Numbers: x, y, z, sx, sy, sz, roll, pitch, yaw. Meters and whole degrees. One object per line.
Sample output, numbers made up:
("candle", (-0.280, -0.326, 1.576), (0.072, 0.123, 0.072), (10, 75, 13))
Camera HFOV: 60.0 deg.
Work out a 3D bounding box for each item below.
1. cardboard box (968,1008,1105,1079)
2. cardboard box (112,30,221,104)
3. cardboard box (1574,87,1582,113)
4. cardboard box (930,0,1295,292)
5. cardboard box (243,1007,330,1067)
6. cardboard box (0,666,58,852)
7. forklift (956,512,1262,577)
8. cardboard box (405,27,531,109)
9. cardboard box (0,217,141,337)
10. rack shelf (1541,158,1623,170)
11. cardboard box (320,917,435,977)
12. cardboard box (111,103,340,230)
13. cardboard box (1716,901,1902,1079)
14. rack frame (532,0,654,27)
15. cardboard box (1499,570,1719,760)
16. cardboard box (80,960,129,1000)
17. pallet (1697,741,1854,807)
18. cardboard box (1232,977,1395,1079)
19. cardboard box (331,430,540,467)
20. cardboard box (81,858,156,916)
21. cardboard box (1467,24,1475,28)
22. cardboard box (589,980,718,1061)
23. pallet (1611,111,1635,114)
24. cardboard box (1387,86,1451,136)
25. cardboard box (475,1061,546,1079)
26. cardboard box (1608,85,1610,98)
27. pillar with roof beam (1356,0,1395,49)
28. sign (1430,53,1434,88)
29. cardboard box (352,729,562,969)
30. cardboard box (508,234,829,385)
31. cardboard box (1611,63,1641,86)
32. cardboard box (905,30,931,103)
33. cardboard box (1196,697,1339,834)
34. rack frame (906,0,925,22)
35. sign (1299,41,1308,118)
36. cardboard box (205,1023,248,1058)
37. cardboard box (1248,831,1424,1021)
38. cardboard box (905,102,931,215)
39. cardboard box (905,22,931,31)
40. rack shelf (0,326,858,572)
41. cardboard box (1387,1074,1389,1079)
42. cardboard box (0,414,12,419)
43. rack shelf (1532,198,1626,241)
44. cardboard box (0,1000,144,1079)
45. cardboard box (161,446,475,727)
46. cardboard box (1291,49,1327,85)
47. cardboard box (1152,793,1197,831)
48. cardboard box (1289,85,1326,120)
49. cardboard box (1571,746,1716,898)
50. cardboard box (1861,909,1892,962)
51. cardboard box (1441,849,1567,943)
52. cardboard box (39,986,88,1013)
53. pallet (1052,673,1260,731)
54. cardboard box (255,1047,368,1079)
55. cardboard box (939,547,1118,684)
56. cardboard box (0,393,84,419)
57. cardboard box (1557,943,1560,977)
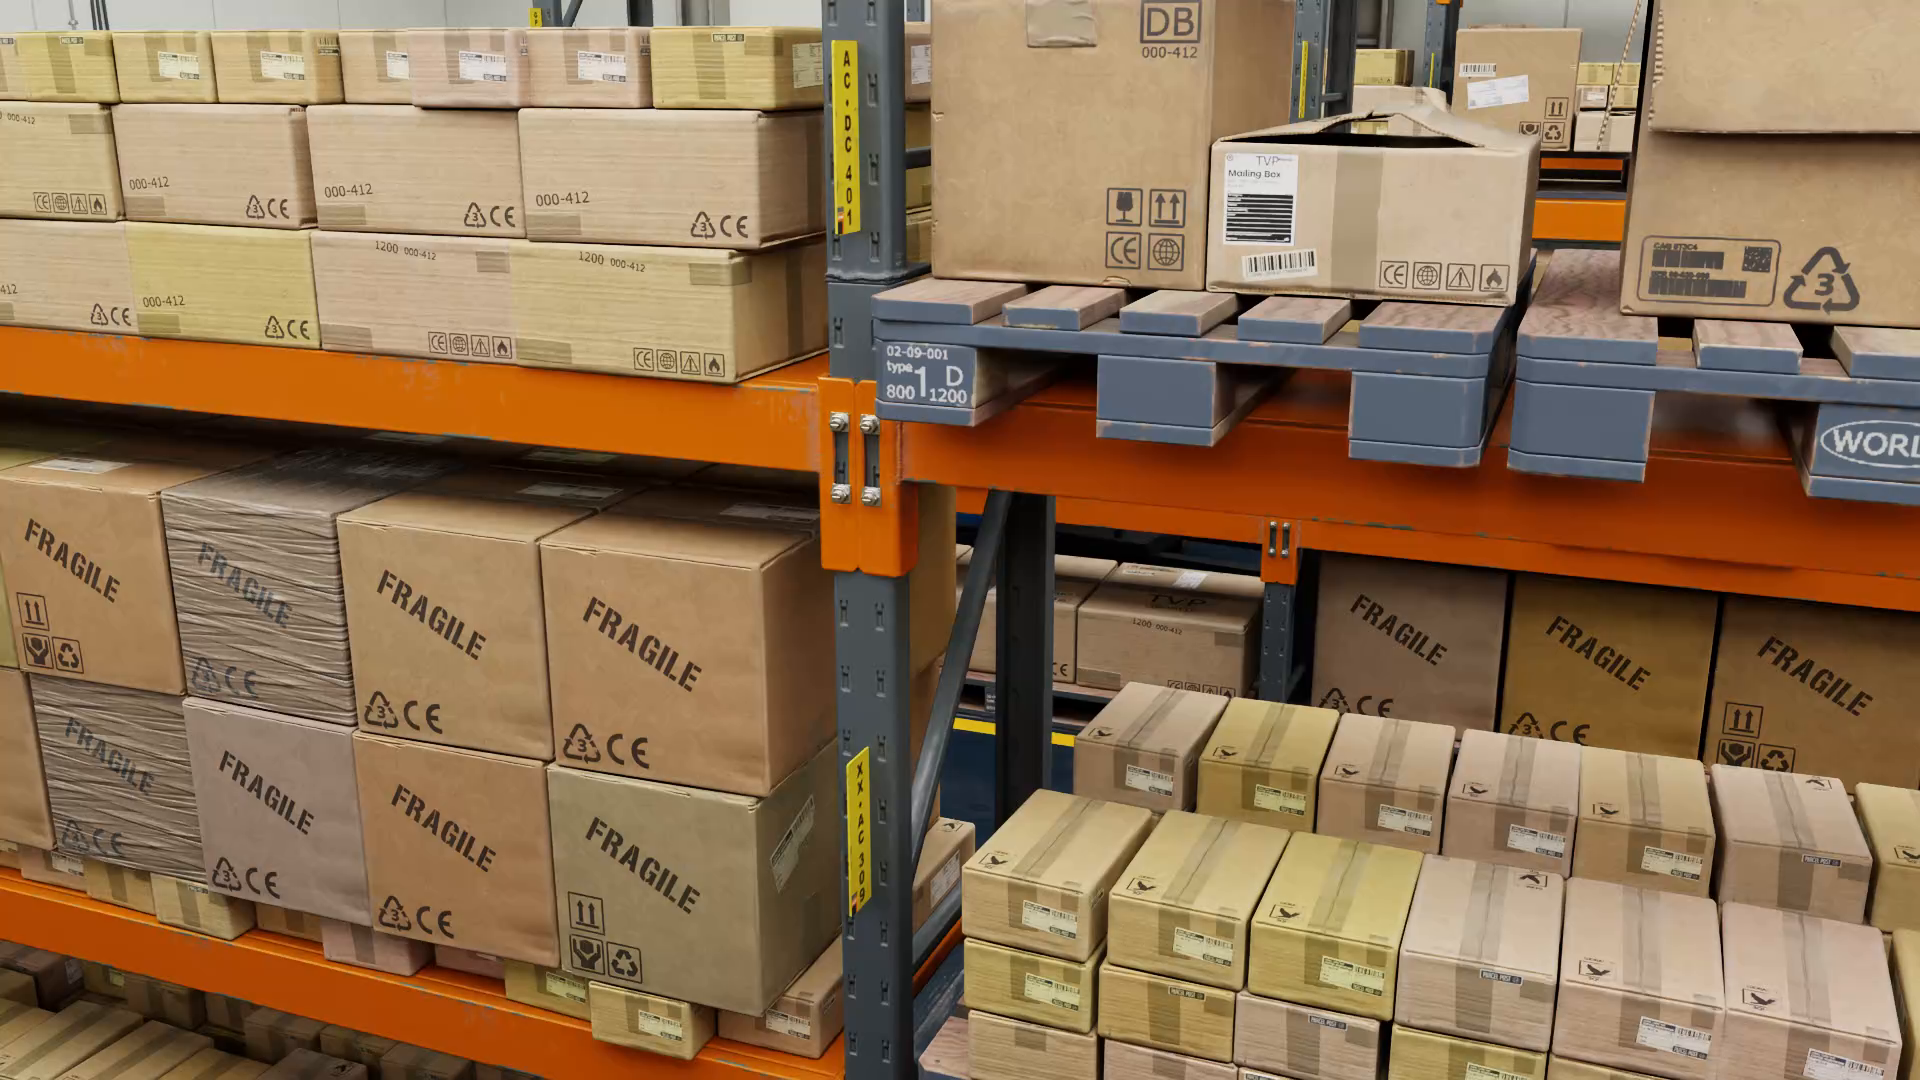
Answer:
("cardboard box", (0.193, 0.926, 3.302), (0.250, 0.149, 0.380), (5, 17, 18))
("cardboard box", (-1.608, -1.040, 3.651), (0.250, 0.149, 0.380), (6, 17, 20))
("cardboard box", (2.615, -2.011, 7.746), (0.500, 0.311, 0.500), (6, 17, 21))
("cardboard box", (0.308, -0.776, 3.153), (0.500, 0.500, 0.700), (6, 17, 21))
("cardboard box", (-1.947, 1.454, 5.078), (0.250, 0.149, 0.380), (6, 17, 19))
("cardboard box", (-2.451, 0.466, 4.474), (0.500, 0.500, 0.500), (7, 17, 21))
("forklift", (1.045, -1.233, 11.164), (3.031, 2.935, 1.130), (9, 18, 27))
("cardboard box", (-0.888, -0.952, 3.351), (0.250, 0.149, 0.380), (6, 17, 21))
("cardboard box", (-1.953, -0.658, 3.950), (0.500, 0.250, 0.500), (6, 17, 20))
("rack shelf", (5.396, -2.625, 11.746), (4.000, 0.370, 1.077), (6, 17, 21))
("cardboard box", (-1.357, 0.906, 4.124), (0.250, 0.149, 0.380), (5, 17, 18))
("cardboard box", (-1.494, -0.851, 3.717), (0.500, 0.250, 0.500), (7, 18, 23))
("cardboard box", (1.396, 0.772, 2.764), (0.250, 0.149, 0.380), (7, 18, 23))
("rack frame", (-2.003, -3.737, 8.906), (0.127, 3.000, 1.000), (6, 17, 21))
("cardboard box", (3.167, 0.505, 8.112), (0.875, 0.875, 0.875), (7, 18, 22))
("cardboard box", (-2.640, 1.342, 5.463), (0.250, 0.149, 0.380), (6, 17, 19))
("pallet", (3.602, 1.076, 8.089), (1.213, 0.211, 1.003), (6, 17, 21))
("cardboard box", (0.675, 0.835, 3.080), (0.250, 0.149, 0.380), (7, 17, 22))
("cardboard box", (-1.280, -0.042, 4.431), (0.500, 0.500, 0.500), (7, 17, 22))
("cardboard box", (-2.075, 0.823, 4.408), (0.250, 0.149, 0.380), (7, 18, 23))
("cardboard box", (3.845, -3.633, 12.167), (0.258, 0.266, 0.396), (6, 17, 20))
("cardboard box", (-0.636, 1.001, 3.795), (0.250, 0.149, 0.380), (6, 17, 19))
("pallet", (5.082, -2.895, 11.721), (1.003, 0.211, 1.213), (6, 17, 21))
("cardboard box", (2.055, -1.883, 7.386), (0.258, 0.266, 0.396), (6, 17, 20))
("cardboard box", (-1.195, 1.515, 4.867), (0.250, 0.149, 0.380), (7, 17, 22))
("cardboard box", (4.599, -3.236, 12.079), (0.250, 0.149, 0.380), (6, 17, 19))
("pillar with roof beam", (1.639, -3.804, 9.137), (0.400, 9.000, 9.100), (6, 17, 21))
("sign", (3.344, -3.282, 11.791), (0.005, 0.325, 0.100), (6, 17, 21))
("cardboard box", (-1.041, 0.627, 3.922), (0.500, 0.500, 0.500), (6, 17, 19))
("cardboard box", (-0.560, -0.501, 3.409), (0.500, 0.250, 0.500), (7, 17, 22))
("cardboard box", (4.656, -3.227, 11.512), (0.250, 0.149, 0.380), (7, 17, 21))
("cardboard box", (-0.186, -1.045, 3.671), (0.250, 0.149, 0.380), (6, 17, 20))
("cardboard box", (0.691, 0.498, 3.708), (0.250, 0.149, 0.380), (6, 17, 19))
("rack frame", (-0.186, -5.025, 13.342), (0.127, 3.000, 1.000), (6, 17, 21))
("sign", (1.515, -2.030, 7.335), (0.005, 0.325, 0.100), (6, 17, 21))
("cardboard box", (-2.159, 1.545, 5.299), (0.250, 0.149, 0.380), (7, 17, 21))
("cardboard box", (0.692, 0.694, 3.033), (0.250, 0.149, 0.380), (6, 17, 21))
("cardboard box", (-0.364, -0.873, 3.792), (0.500, 0.250, 0.500), (7, 18, 22))
("cardboard box", (-0.183, -2.349, 8.393), (0.500, 0.500, 0.500), (7, 17, 22))
("rack shelf", (-1.865, -0.452, 4.262), (4.000, 0.370, 1.077), (6, 17, 21))
("cardboard box", (0.917, 1.005, 3.028), (0.250, 0.149, 0.380), (6, 17, 21))
("cardboard box", (-2.934, -0.068, 4.522), (0.500, 0.500, 0.500), (7, 18, 22))
("rack shelf", (3.578, -1.337, 7.310), (4.000, 0.370, 1.077), (6, 17, 21))
("cardboard box", (-2.614, 1.521, 4.846), (0.250, 0.149, 0.380), (5, 17, 18))
("cardboard box", (-1.495, 0.091, 3.975), (0.500, 0.500, 0.500), (7, 18, 22))
("cardboard box", (2.502, -3.525, 12.394), (0.500, 0.250, 0.500), (6, 17, 20))
("cardboard box", (0.438, 0.613, 3.846), (0.250, 0.149, 0.380), (7, 18, 22))
("cardboard box", (2.507, -3.281, 12.450), (0.500, 0.250, 0.500), (6, 17, 19))
("cardboard box", (1.402, 0.578, 3.433), (0.250, 0.149, 0.380), (6, 17, 19))
("cardboard box", (1.889, 0.773, 3.294), (0.250, 0.149, 0.380), (7, 18, 23))
("cardboard box", (1.169, 0.692, 3.572), (0.250, 0.149, 0.380), (6, 17, 19))
("cardboard box", (-2.906, 1.483, 5.511), (0.250, 0.149, 0.380), (6, 17, 19))
("pallet", (1.039, 0.794, 9.060), (1.213, 0.211, 1.003), (6, 17, 21))
("cardboard box", (-1.862, 1.592, 4.603), (0.250, 0.149, 0.380), (6, 17, 21))
("cardboard box", (0.340, 0.398, 9.264), (0.875, 0.438, 0.875), (6, 17, 19))
("cardboard box", (-2.737, -0.199, 4.972), (0.500, 0.500, 0.500), (6, 17, 19))
("cardboard box", (1.404, 0.861, 3.526), (0.250, 0.149, 0.380), (5, 17, 18))
